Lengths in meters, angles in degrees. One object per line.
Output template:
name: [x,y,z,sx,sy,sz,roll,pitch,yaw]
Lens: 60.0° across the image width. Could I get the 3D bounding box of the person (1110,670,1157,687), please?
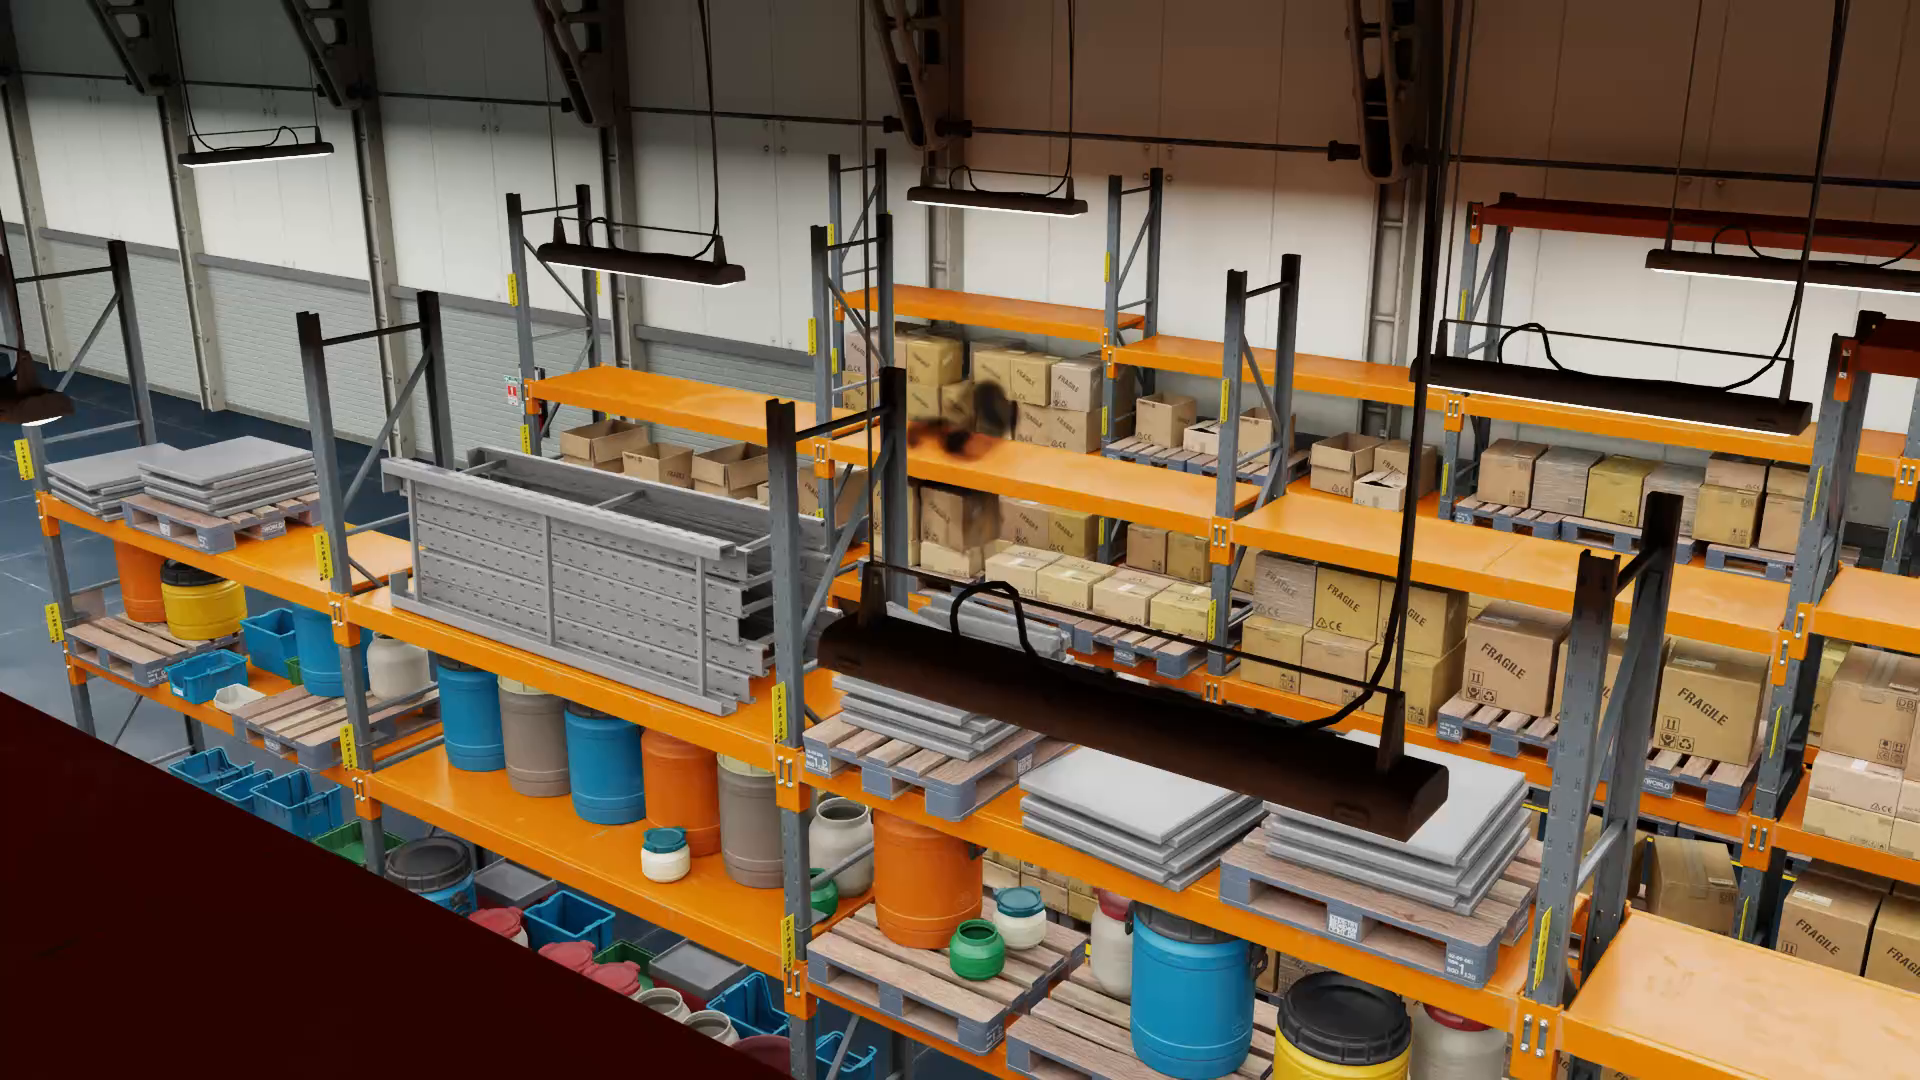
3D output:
person: [1.707,1.709,16.519,0.794,1.768,0.688,12,22,31]
